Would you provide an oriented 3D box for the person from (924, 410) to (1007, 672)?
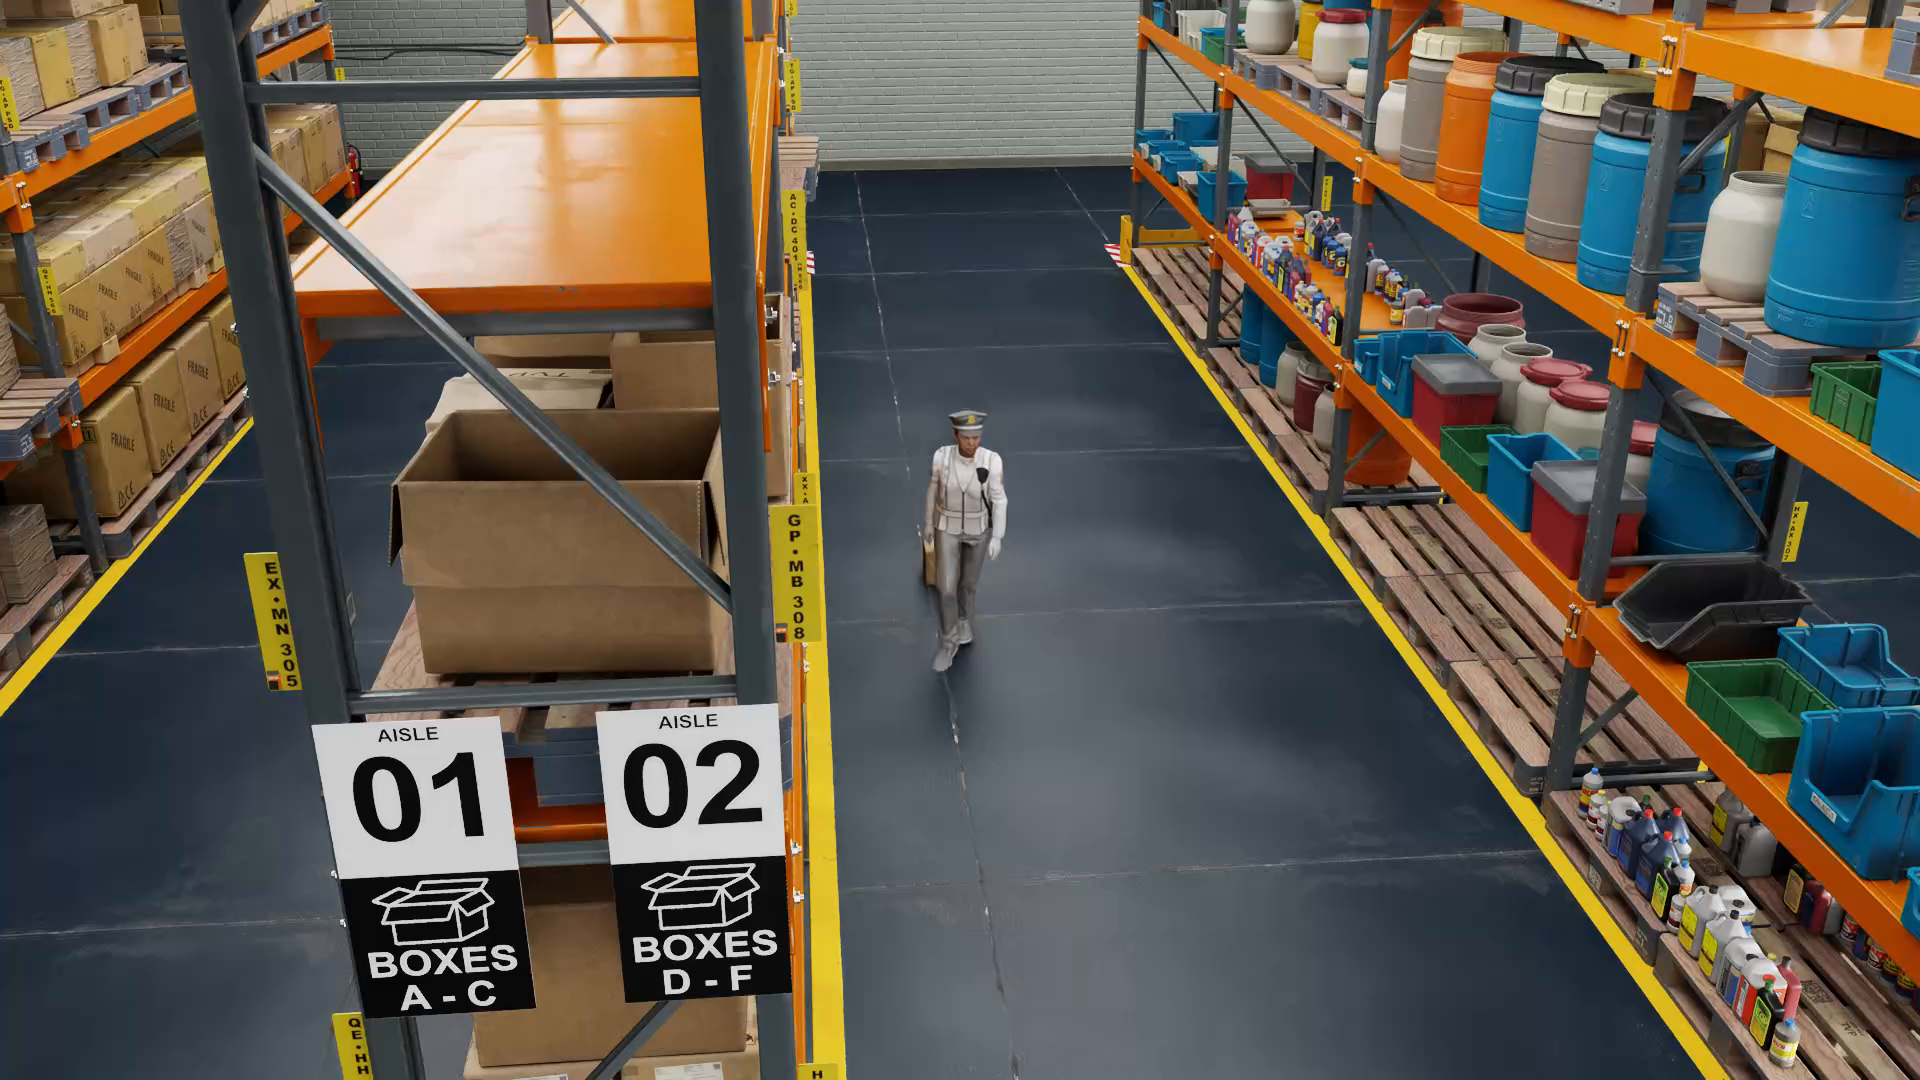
[{"bbox_3d":[0.035,-0.041,10.411,0.508,1.715,0.577,-1,24,-3],"label":"person"}]
